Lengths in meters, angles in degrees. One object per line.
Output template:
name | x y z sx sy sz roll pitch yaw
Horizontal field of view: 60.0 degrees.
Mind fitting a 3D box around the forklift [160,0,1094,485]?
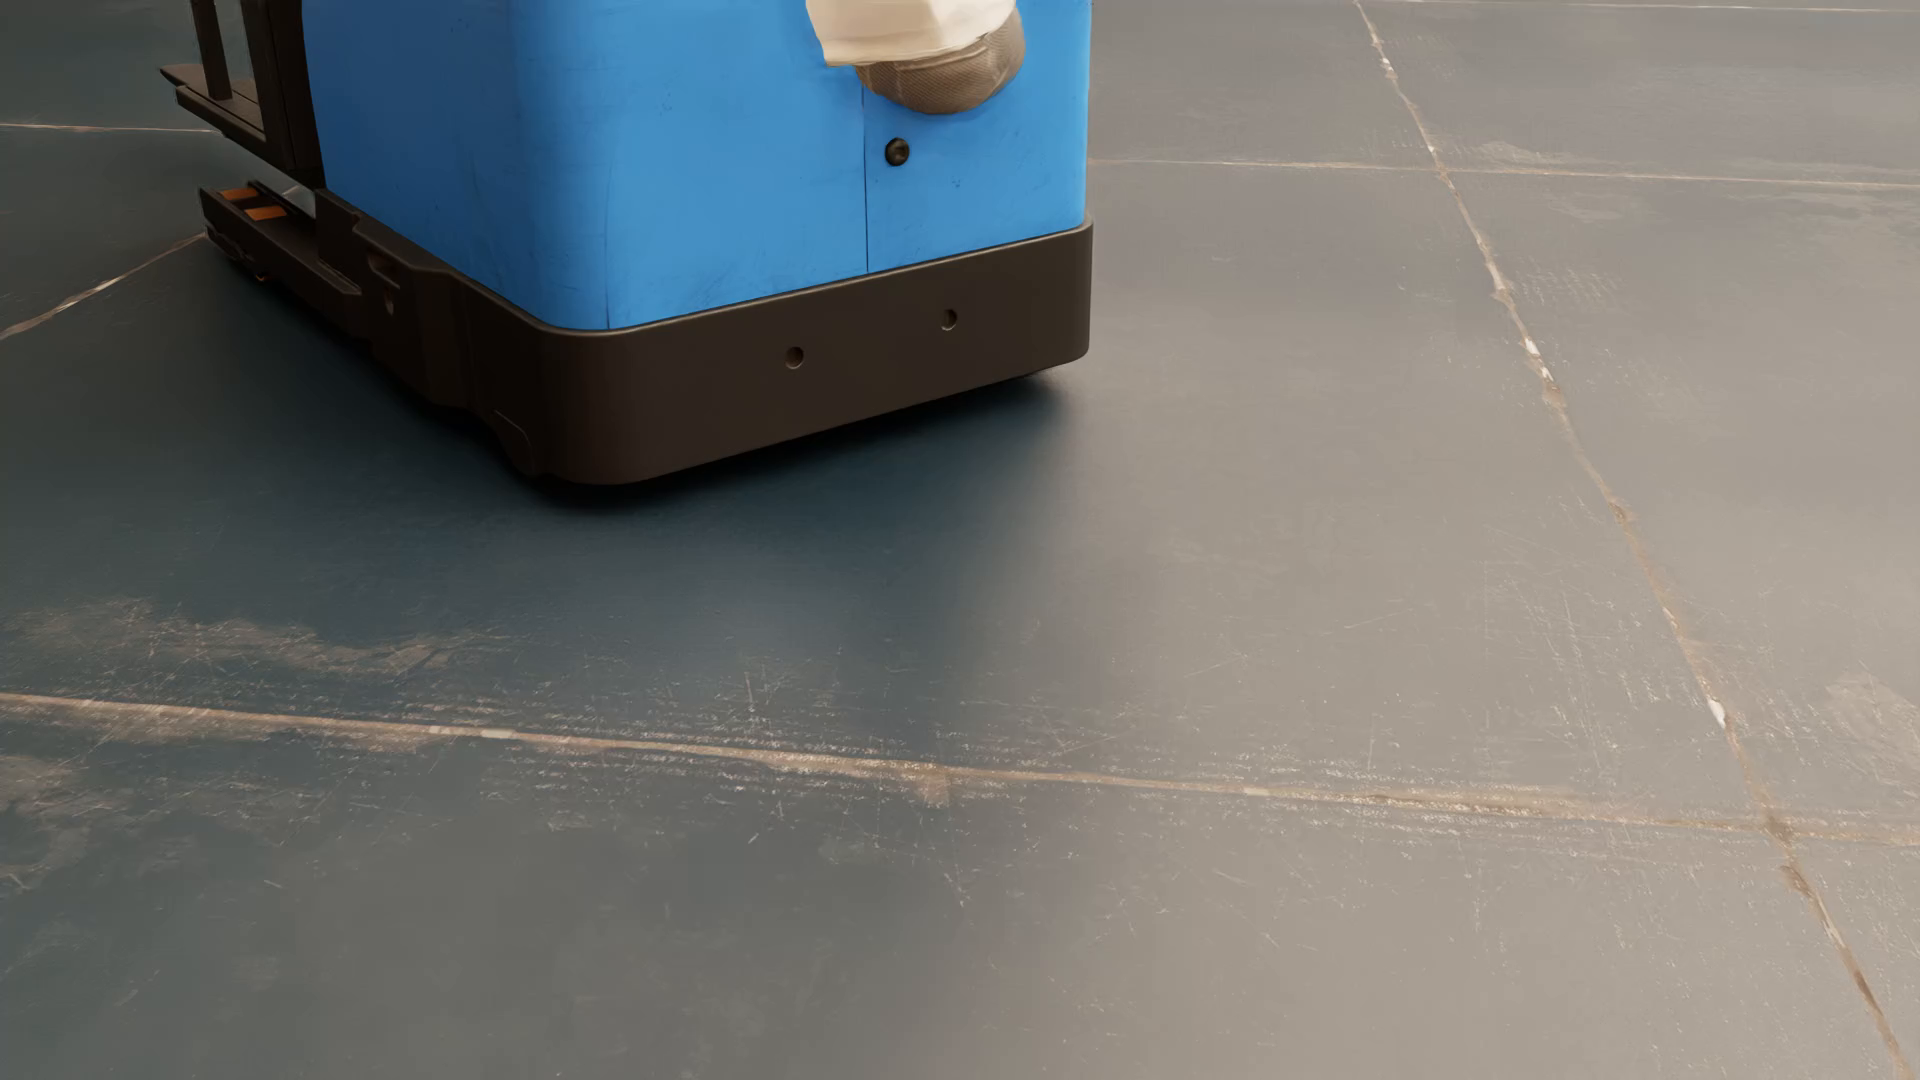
forklift | -1.053 -1.989 3.205 1.130 2.935 3.031 -19 32 -33

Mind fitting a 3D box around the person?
person | -0.082 -0.971 2.710 1.093 1.576 0.795 4 27 7
